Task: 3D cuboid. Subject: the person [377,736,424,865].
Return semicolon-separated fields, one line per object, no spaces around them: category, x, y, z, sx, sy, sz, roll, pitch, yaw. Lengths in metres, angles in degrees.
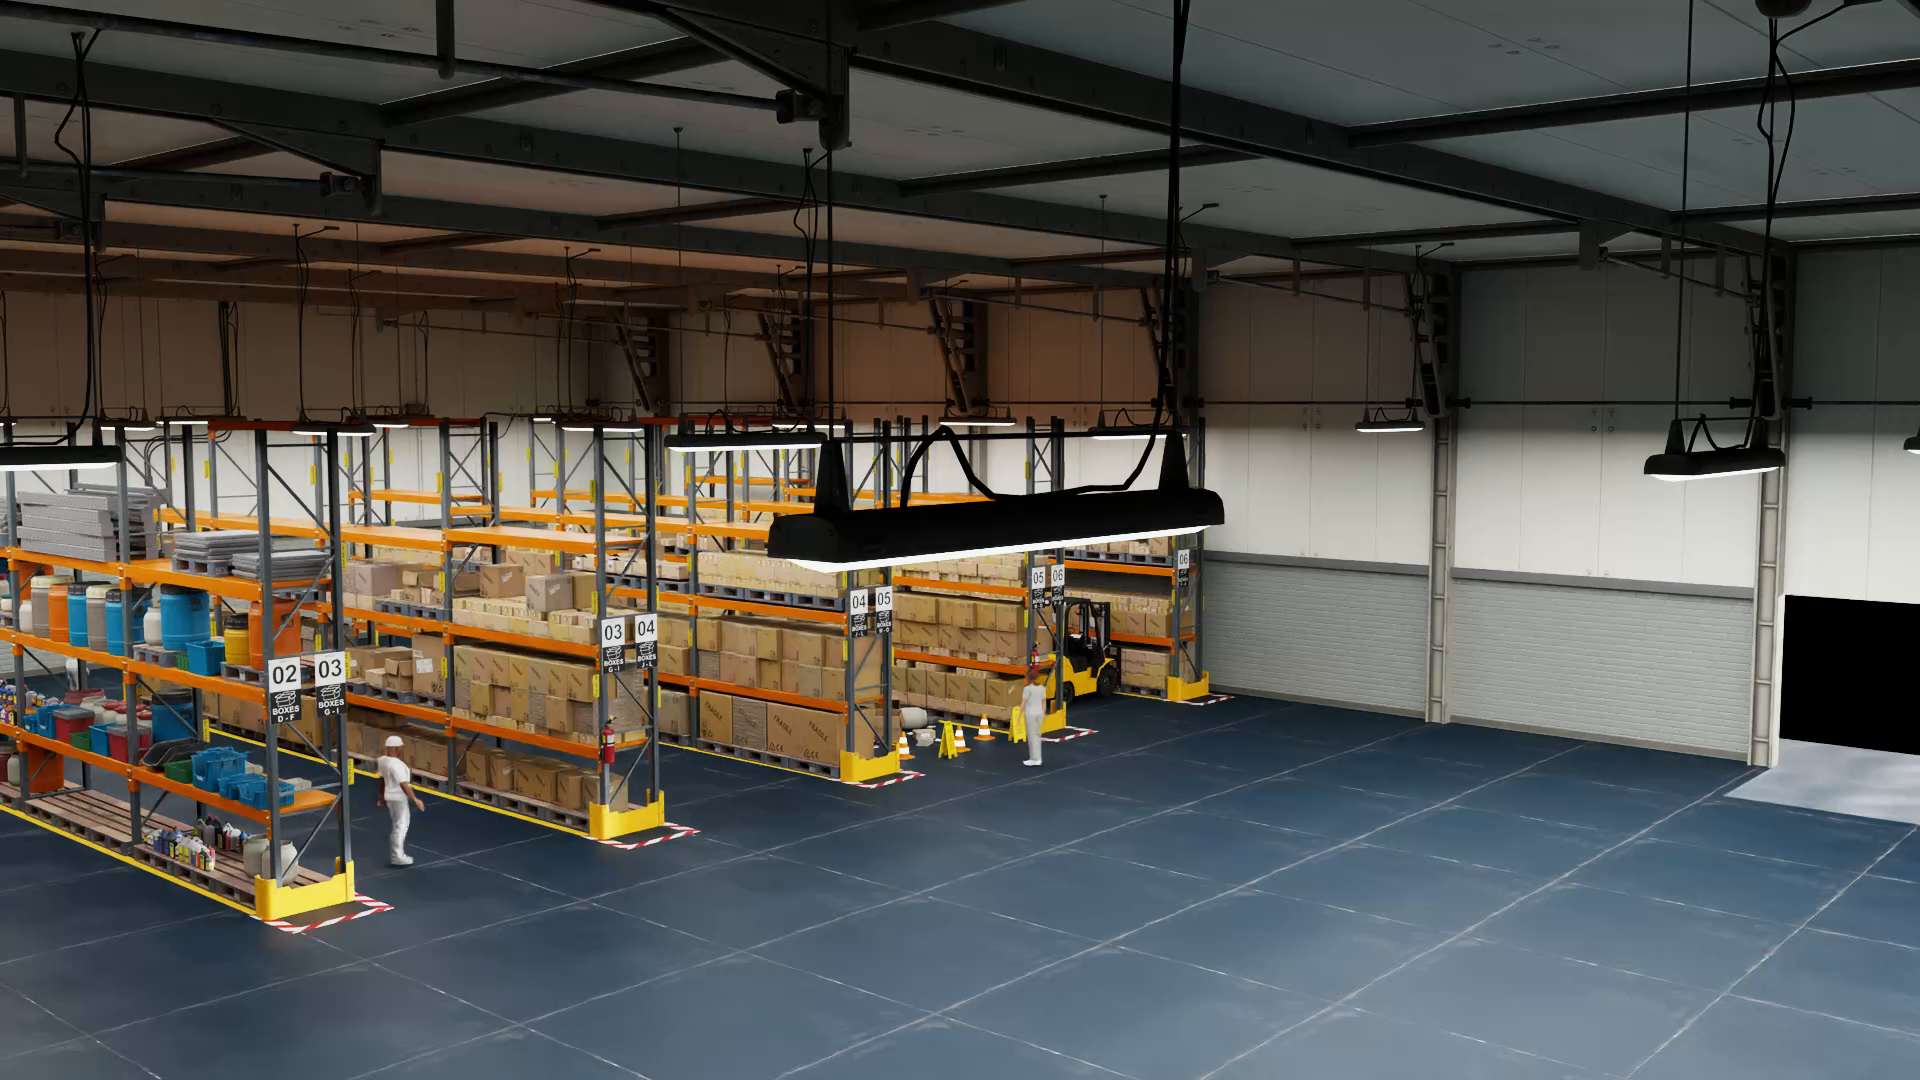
person;-7.673;3.570;22.799;0.632;1.807;0.638;-1;5;-17

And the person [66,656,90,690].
person;-18.078;2.661;33.945;0.518;1.664;0.463;3;6;36

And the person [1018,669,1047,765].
person;1.280;3.097;28.983;0.532;1.698;0.399;-3;6;-33
